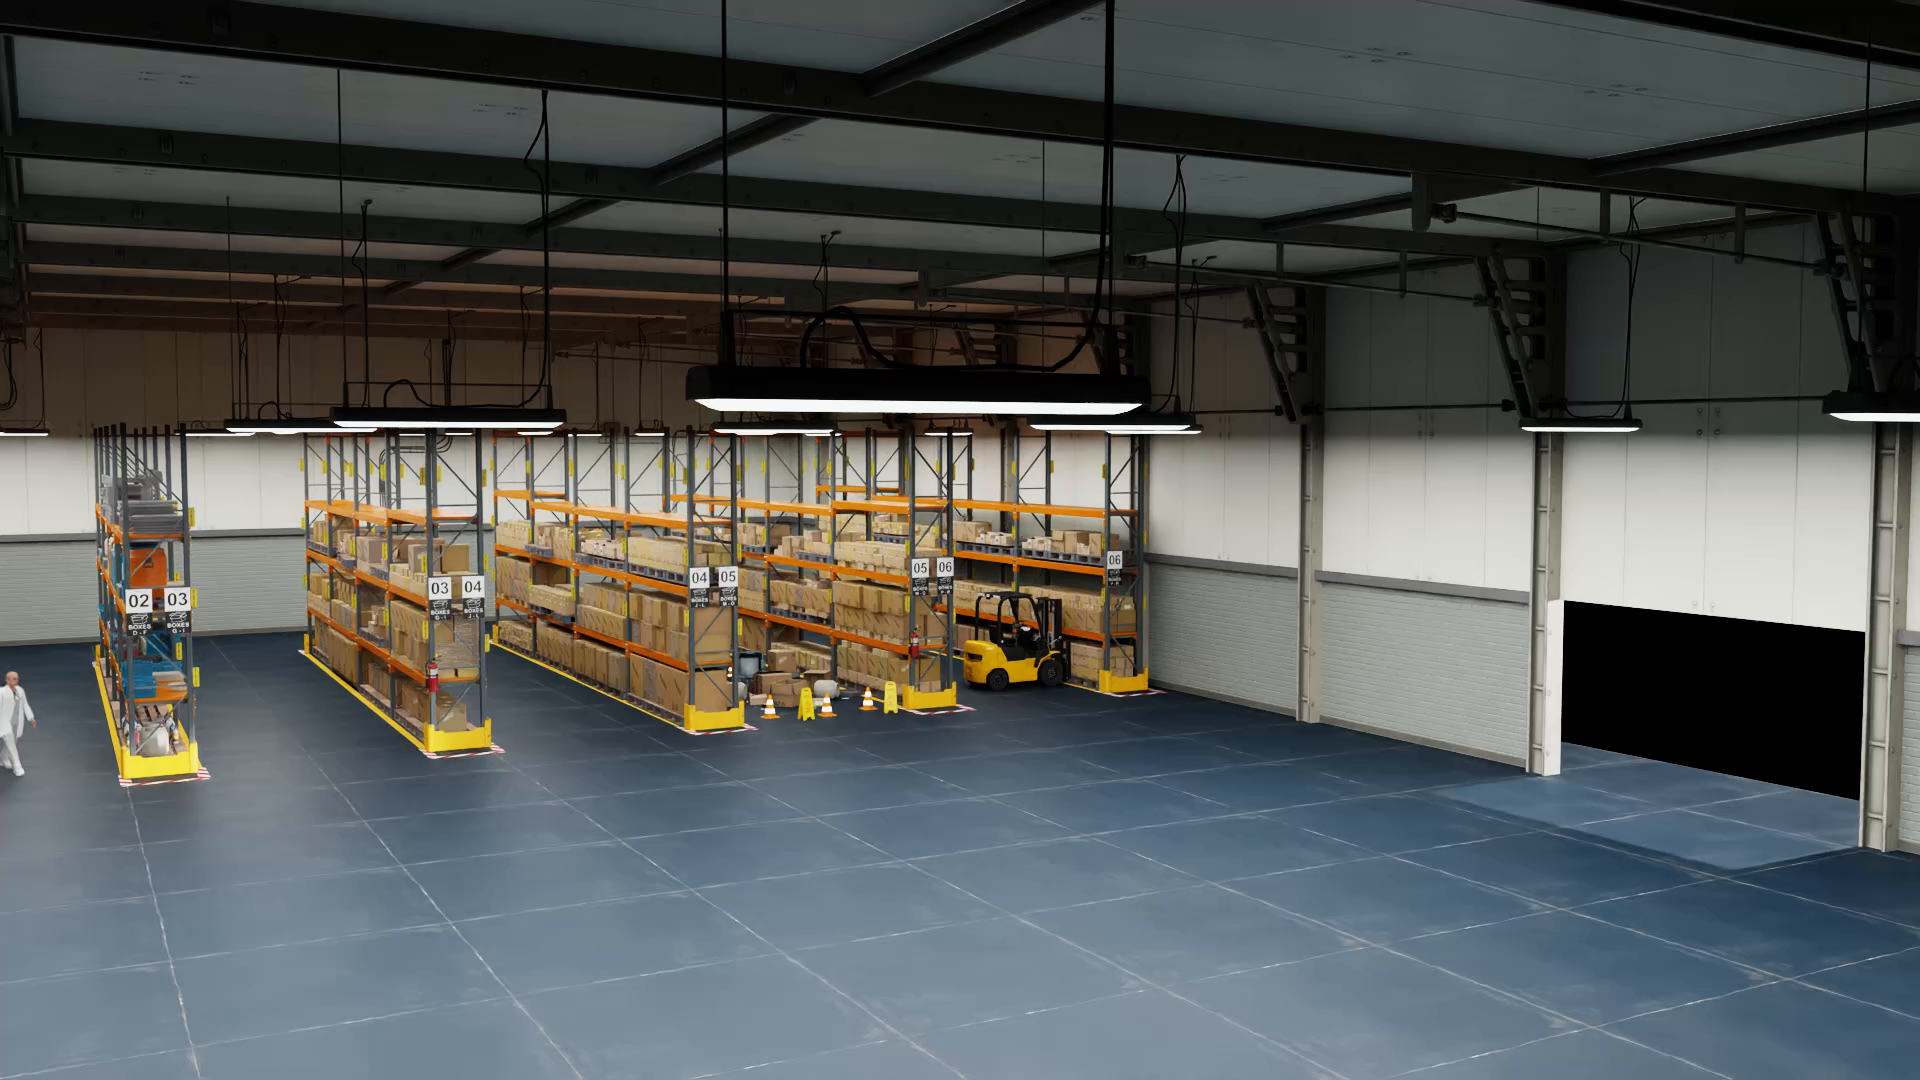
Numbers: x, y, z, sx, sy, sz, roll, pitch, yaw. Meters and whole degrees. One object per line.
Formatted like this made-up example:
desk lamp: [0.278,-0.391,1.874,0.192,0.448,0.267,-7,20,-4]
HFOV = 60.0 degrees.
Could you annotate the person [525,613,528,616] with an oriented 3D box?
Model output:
person: [-12.926,1.969,50.233,0.439,1.410,0.537,0,3,8]

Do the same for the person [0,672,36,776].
person: [-16.213,3.106,28.447,1.163,1.709,0.681,2,4,34]
